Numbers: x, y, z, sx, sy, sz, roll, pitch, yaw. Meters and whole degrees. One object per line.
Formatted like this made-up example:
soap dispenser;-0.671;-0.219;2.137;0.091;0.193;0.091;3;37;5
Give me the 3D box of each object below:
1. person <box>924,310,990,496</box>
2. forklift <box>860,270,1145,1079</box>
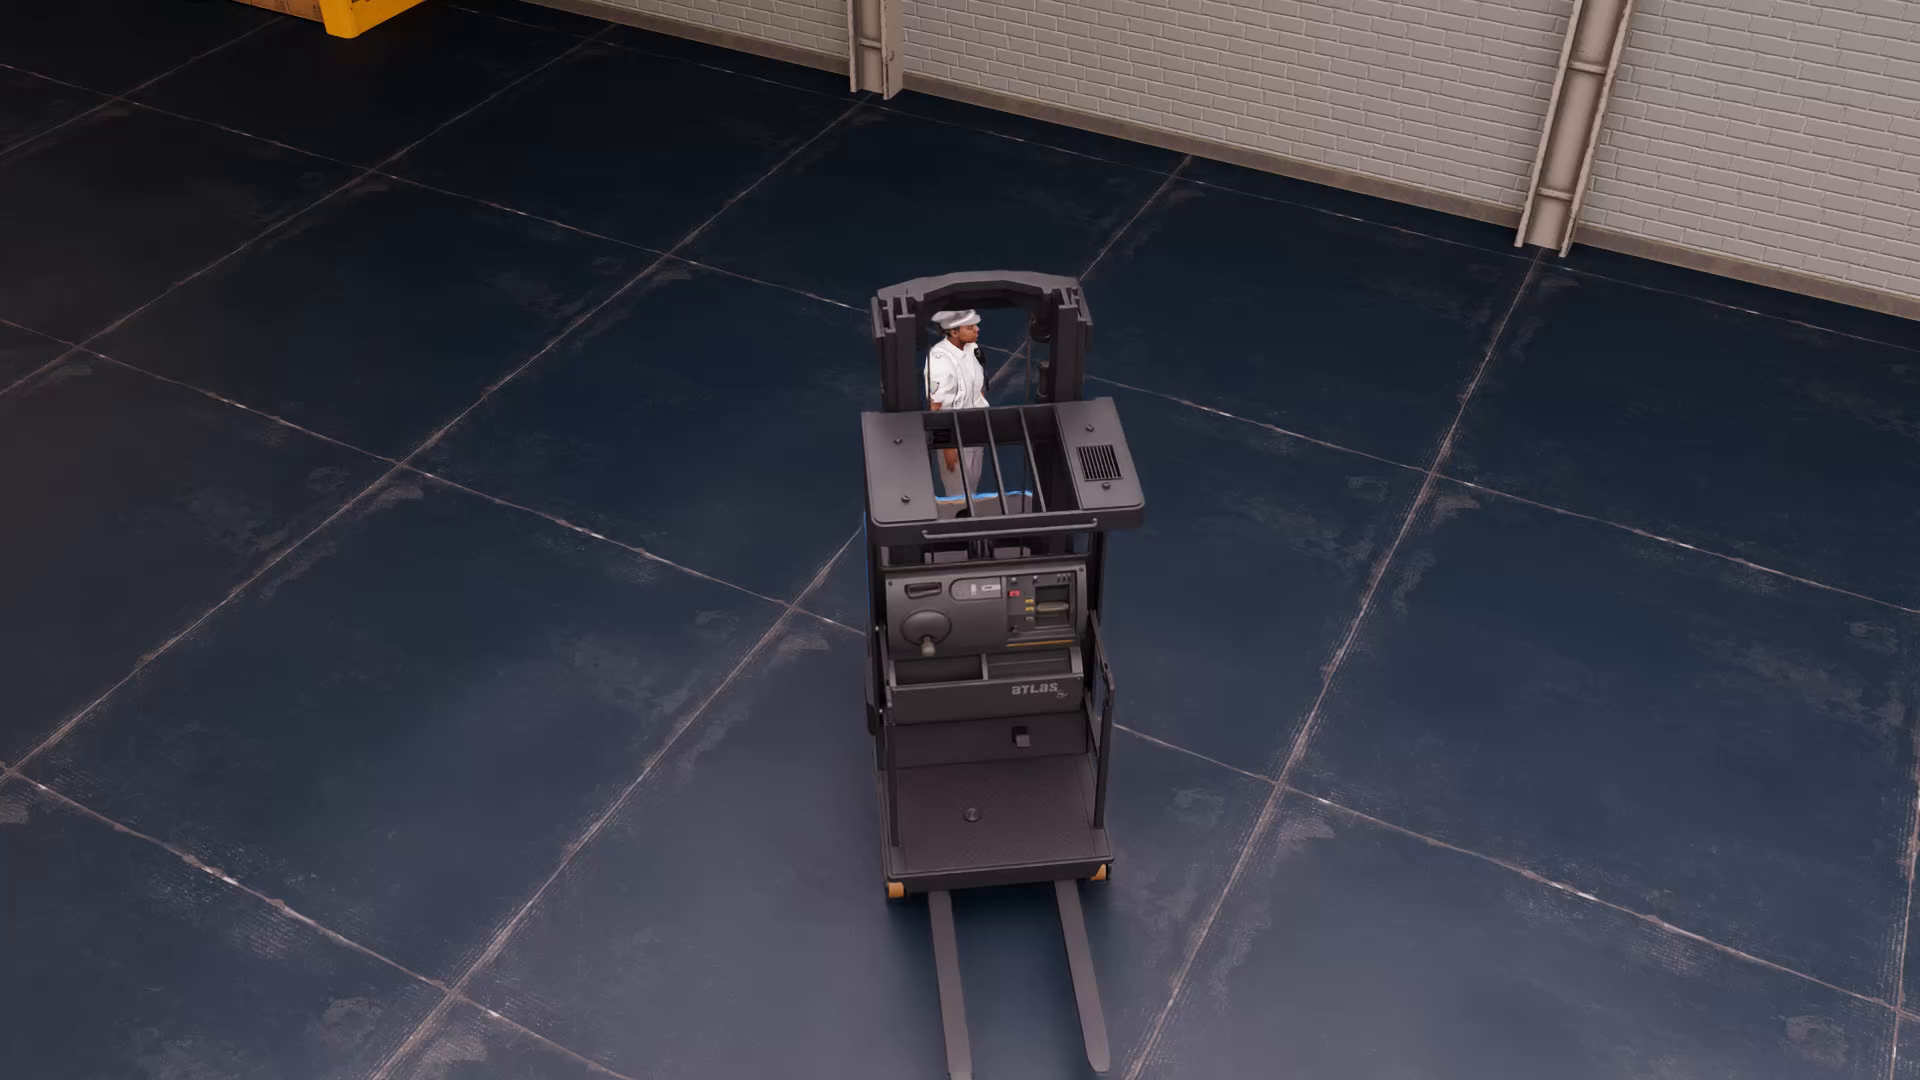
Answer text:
person;0.057;-0.620;9.671;0.529;1.694;0.569;18;43;21
forklift;0.149;0.400;7.512;1.130;2.935;3.031;-4;40;-5
